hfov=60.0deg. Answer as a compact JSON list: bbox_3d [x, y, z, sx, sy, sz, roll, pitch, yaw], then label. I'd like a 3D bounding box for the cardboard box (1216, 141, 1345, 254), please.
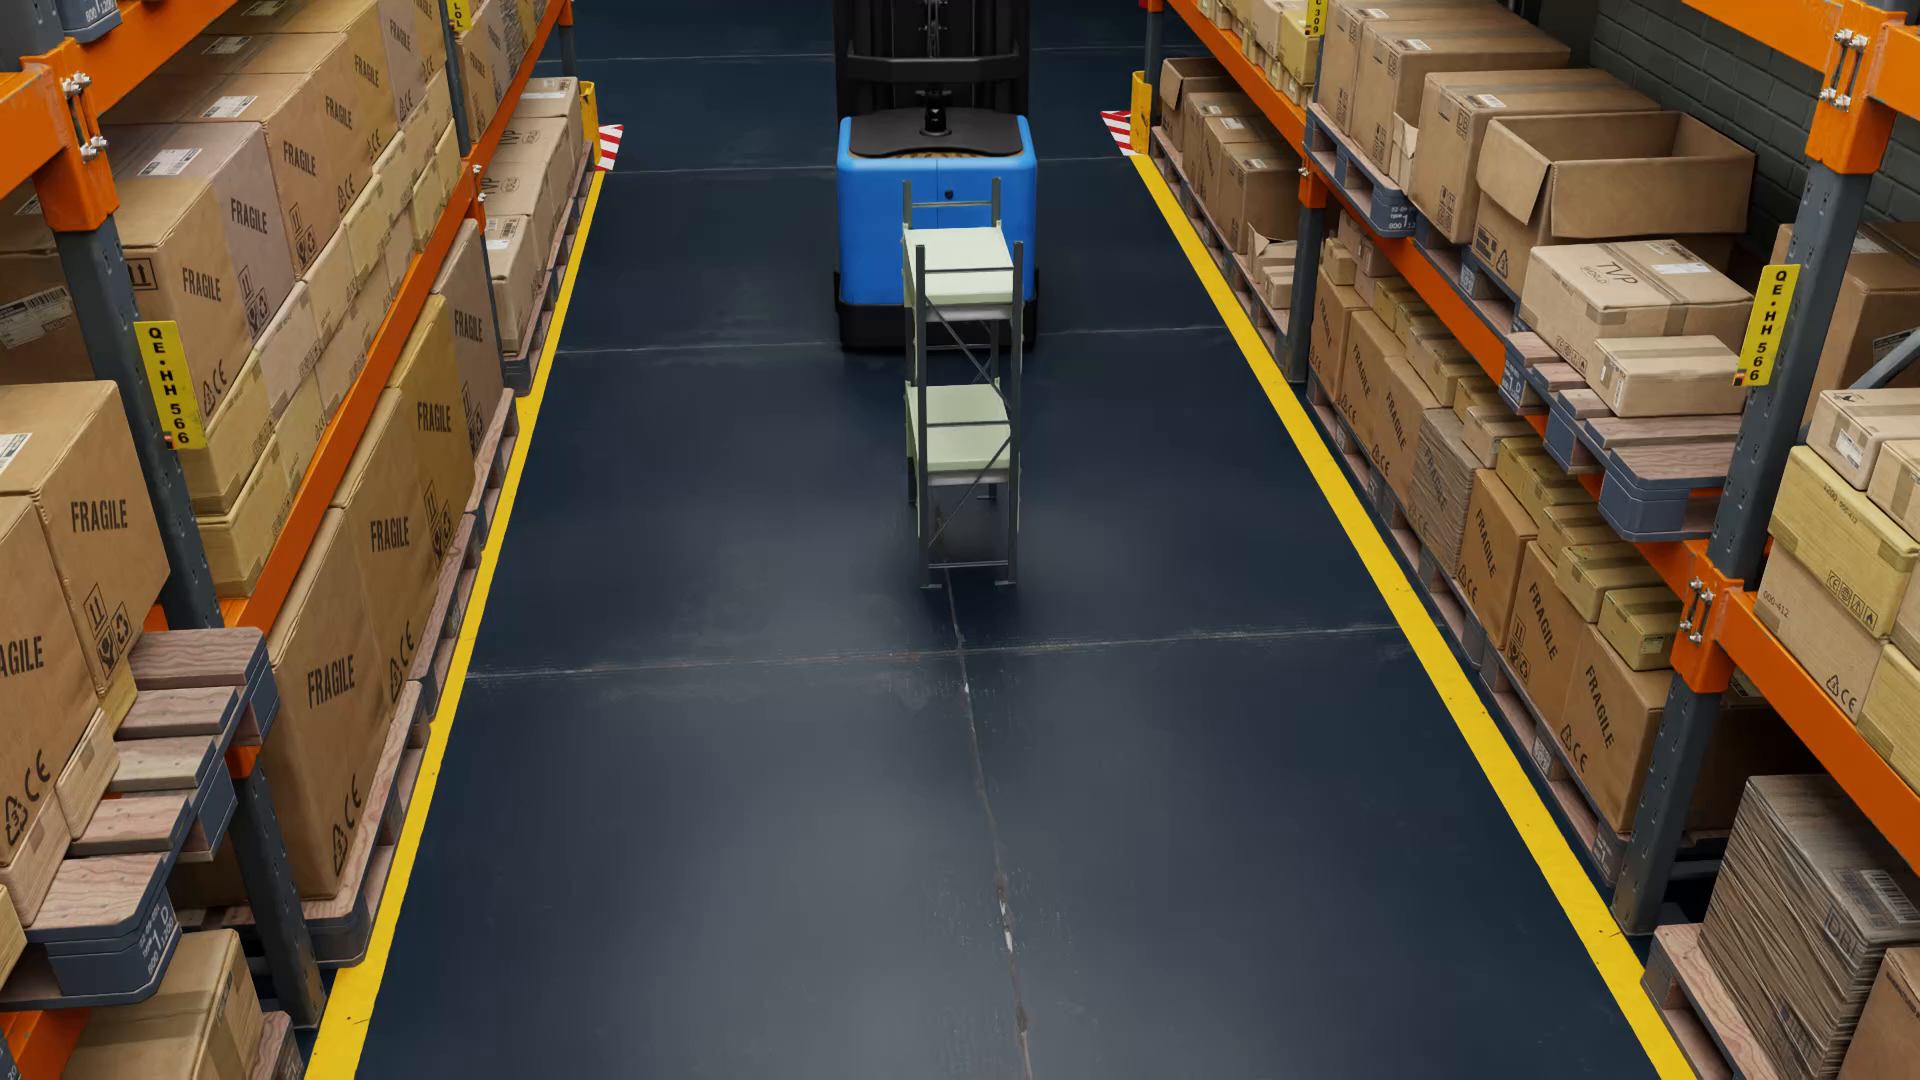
[{"bbox_3d":[1.917,-2.009,9.717,0.700,0.500,0.500,-4,31,-6],"label":"cardboard box"}]

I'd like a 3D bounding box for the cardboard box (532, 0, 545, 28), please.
[{"bbox_3d":[-2.727,-3.238,9.648,0.500,0.500,0.500,-2,31,-3],"label":"cardboard box"}]

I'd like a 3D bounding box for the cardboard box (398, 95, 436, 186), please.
[{"bbox_3d":[-2.415,-1.587,6.641,0.500,0.250,0.500,-2,31,-3],"label":"cardboard box"}]

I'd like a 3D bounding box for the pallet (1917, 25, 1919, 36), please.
[{"bbox_3d":[2.716,-0.967,3.204,1.213,0.211,1.003,-1,31,-2],"label":"pallet"}]

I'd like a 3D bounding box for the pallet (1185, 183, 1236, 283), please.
[{"bbox_3d":[2.009,-1.923,10.264,1.003,0.211,1.213,-3,31,-5],"label":"pallet"}]

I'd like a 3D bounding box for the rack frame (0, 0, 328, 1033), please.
[{"bbox_3d":[-2.378,0.137,4.096,1.000,3.000,0.127,-3,31,-5],"label":"rack frame"}]

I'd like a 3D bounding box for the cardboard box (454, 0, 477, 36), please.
[{"bbox_3d":[-2.555,-2.632,7.659,0.500,0.500,0.500,-3,31,-4],"label":"cardboard box"}]

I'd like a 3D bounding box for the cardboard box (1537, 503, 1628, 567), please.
[{"bbox_3d":[2.228,-0.003,5.726,0.380,0.149,0.250,-4,31,-6],"label":"cardboard box"}]

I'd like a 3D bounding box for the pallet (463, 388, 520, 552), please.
[{"bbox_3d":[-2.605,-0.318,7.577,1.003,0.211,1.213,-3,31,-5],"label":"pallet"}]

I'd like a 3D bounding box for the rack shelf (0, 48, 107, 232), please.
[{"bbox_3d":[-2.191,0.179,1.802,1.077,0.370,4.000,-3,31,-5],"label":"rack shelf"}]

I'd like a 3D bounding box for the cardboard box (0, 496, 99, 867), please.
[{"bbox_3d":[-2.000,0.268,3.079,0.500,0.500,0.500,-3,31,-5],"label":"cardboard box"}]

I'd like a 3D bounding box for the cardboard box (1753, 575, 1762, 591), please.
[{"bbox_3d":[2.827,0.093,5.564,0.380,0.149,0.250,-2,31,-3],"label":"cardboard box"}]

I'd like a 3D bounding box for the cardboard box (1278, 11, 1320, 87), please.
[{"bbox_3d":[1.899,-2.457,8.294,0.500,0.250,0.500,-2,31,-3],"label":"cardboard box"}]

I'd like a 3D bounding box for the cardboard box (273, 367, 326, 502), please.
[{"bbox_3d":[-2.239,-0.322,5.010,0.500,0.250,0.500,-4,31,-6],"label":"cardboard box"}]

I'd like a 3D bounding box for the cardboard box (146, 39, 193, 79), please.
[{"bbox_3d":[-2.823,-1.361,5.531,0.500,0.500,0.500,-3,31,-5],"label":"cardboard box"}]

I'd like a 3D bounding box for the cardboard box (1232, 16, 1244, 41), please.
[{"bbox_3d":[1.782,-2.977,9.553,0.380,0.149,0.250,-3,31,-5],"label":"cardboard box"}]

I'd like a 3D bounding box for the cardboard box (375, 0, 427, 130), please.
[{"bbox_3d":[-2.405,-1.898,6.429,0.500,0.500,0.500,-2,31,-4],"label":"cardboard box"}]

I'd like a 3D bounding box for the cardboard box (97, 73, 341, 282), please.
[{"bbox_3d":[-2.270,-1.117,5.122,0.500,0.500,0.500,-2,31,-3],"label":"cardboard box"}]

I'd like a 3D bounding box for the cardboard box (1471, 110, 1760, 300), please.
[{"bbox_3d":[2.227,-1.152,5.743,0.797,0.503,0.637,-3,31,-6],"label":"cardboard box"}]

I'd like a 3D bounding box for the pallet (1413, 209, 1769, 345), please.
[{"bbox_3d":[2.377,-1.013,6.208,1.003,0.211,1.213,-3,31,-5],"label":"pallet"}]

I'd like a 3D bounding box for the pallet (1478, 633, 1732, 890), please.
[{"bbox_3d":[2.531,0.711,5.854,1.003,0.211,1.213,-3,31,-5],"label":"pallet"}]

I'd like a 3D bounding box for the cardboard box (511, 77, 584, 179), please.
[{"bbox_3d":[-2.964,-2.696,10.927,0.875,0.438,0.875,-4,31,-6],"label":"cardboard box"}]

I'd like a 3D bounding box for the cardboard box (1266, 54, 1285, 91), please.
[{"bbox_3d":[1.814,-2.451,8.674,0.380,0.149,0.250,-2,31,-3],"label":"cardboard box"}]

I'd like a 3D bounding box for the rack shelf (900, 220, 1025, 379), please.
[{"bbox_3d":[0.001,-0.976,6.660,0.431,0.370,0.720,-3,31,-5],"label":"rack shelf"}]

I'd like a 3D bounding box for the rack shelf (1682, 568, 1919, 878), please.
[{"bbox_3d":[2.750,1.227,2.972,1.077,0.370,4.000,-3,31,-5],"label":"rack shelf"}]

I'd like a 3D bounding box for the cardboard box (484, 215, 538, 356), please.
[{"bbox_3d":[-2.704,-1.311,8.610,0.875,0.438,0.875,-3,31,-5],"label":"cardboard box"}]

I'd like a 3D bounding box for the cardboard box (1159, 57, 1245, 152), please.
[{"bbox_3d":[1.779,-2.979,11.337,0.797,0.503,0.637,-4,31,-7],"label":"cardboard box"}]

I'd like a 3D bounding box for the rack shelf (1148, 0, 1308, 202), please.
[{"bbox_3d":[2.003,-2.857,9.810,1.077,0.370,4.000,-3,31,-5],"label":"rack shelf"}]

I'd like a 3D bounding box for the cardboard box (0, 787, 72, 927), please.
[{"bbox_3d":[-1.933,0.609,3.140,0.380,0.149,0.250,-4,31,-7],"label":"cardboard box"}]

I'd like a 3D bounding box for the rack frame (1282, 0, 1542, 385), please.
[{"bbox_3d":[2.190,-2.145,7.916,1.000,3.000,0.127,-3,31,-5],"label":"rack frame"}]

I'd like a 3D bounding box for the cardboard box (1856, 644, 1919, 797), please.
[{"bbox_3d":[2.404,0.457,3.707,0.500,0.250,0.500,-3,31,-6],"label":"cardboard box"}]

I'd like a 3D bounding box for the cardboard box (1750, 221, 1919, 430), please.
[{"bbox_3d":[2.671,-0.596,4.816,0.500,0.500,0.500,-1,31,-2],"label":"cardboard box"}]

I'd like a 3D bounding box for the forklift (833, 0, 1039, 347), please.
[{"bbox_3d":[-0.164,-3.003,9.419,1.130,2.935,3.031,-1,31,-2],"label":"forklift"}]

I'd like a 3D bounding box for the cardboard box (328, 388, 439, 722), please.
[{"bbox_3d":[-2.439,0.056,5.893,0.875,0.875,0.875,-2,31,-4],"label":"cardboard box"}]

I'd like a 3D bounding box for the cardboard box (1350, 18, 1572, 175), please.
[{"bbox_3d":[2.061,-1.846,6.909,0.700,0.500,0.500,-2,31,-4],"label":"cardboard box"}]

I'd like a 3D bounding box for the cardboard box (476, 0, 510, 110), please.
[{"bbox_3d":[-2.578,-2.458,8.342,0.500,0.500,0.500,-3,31,-4],"label":"cardboard box"}]

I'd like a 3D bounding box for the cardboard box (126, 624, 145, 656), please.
[{"bbox_3d":[-2.113,0.220,3.791,0.380,0.149,0.250,-2,31,-3],"label":"cardboard box"}]

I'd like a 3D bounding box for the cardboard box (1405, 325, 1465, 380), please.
[{"bbox_3d":[2.122,-0.798,7.056,0.380,0.149,0.250,-3,31,-5],"label":"cardboard box"}]

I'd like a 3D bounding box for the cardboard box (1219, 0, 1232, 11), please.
[{"bbox_3d":[1.757,-3.230,9.589,0.500,0.250,0.500,-4,31,-6],"label":"cardboard box"}]

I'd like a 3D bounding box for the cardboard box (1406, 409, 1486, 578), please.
[{"bbox_3d":[2.155,-0.203,6.693,0.500,0.500,0.500,-4,31,-6],"label":"cardboard box"}]

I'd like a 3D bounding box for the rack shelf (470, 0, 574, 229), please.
[{"bbox_3d":[-2.939,-2.618,9.409,1.077,0.370,4.000,-3,31,-5],"label":"rack shelf"}]

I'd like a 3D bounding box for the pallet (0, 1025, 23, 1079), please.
[{"bbox_3d":[-2.152,1.228,2.456,1.003,0.211,1.213,-3,31,-5],"label":"pallet"}]

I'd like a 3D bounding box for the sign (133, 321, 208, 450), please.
[{"bbox_3d":[-1.839,-0.357,3.871,0.100,0.325,0.005,-3,31,-5],"label":"sign"}]

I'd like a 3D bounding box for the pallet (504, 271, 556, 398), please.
[{"bbox_3d":[-2.745,-1.100,8.886,1.003,0.211,1.213,-3,31,-5],"label":"pallet"}]

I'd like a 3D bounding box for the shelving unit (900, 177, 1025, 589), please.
[{"bbox_3d":[0.001,-0.640,6.860,0.431,1.500,0.755,-3,31,-5],"label":"shelving unit"}]

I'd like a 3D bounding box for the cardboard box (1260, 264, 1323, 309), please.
[{"bbox_3d":[1.845,-1.372,8.992,0.380,0.149,0.250,-4,31,-6],"label":"cardboard box"}]

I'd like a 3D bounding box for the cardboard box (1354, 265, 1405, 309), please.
[{"bbox_3d":[2.061,-1.197,7.725,0.380,0.149,0.250,-4,31,-6],"label":"cardboard box"}]

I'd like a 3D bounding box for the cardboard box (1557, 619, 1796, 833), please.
[{"bbox_3d":[2.310,0.584,5.375,0.500,0.500,0.500,-2,31,-3],"label":"cardboard box"}]

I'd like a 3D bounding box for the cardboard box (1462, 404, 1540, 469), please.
[{"bbox_3d":[2.169,-0.407,6.402,0.380,0.149,0.250,-4,31,-7],"label":"cardboard box"}]

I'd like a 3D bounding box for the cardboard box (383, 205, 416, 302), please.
[{"bbox_3d":[-2.384,-1.106,6.322,0.500,0.250,0.500,-4,31,-6],"label":"cardboard box"}]

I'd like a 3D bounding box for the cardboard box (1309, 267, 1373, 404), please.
[{"bbox_3d":[2.011,-0.995,8.018,0.500,0.500,0.500,-1,31,-2],"label":"cardboard box"}]

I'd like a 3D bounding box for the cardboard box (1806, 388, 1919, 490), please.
[{"bbox_3d":[2.300,-0.248,4.009,0.380,0.149,0.250,-2,31,-3],"label":"cardboard box"}]

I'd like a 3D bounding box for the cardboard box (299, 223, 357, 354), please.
[{"bbox_3d":[-2.261,-0.803,5.328,0.500,0.250,0.500,-3,31,-5],"label":"cardboard box"}]

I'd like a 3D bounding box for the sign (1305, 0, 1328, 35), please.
[{"bbox_3d":[1.650,-2.487,7.644,0.100,0.325,0.005,-3,31,-5],"label":"sign"}]
